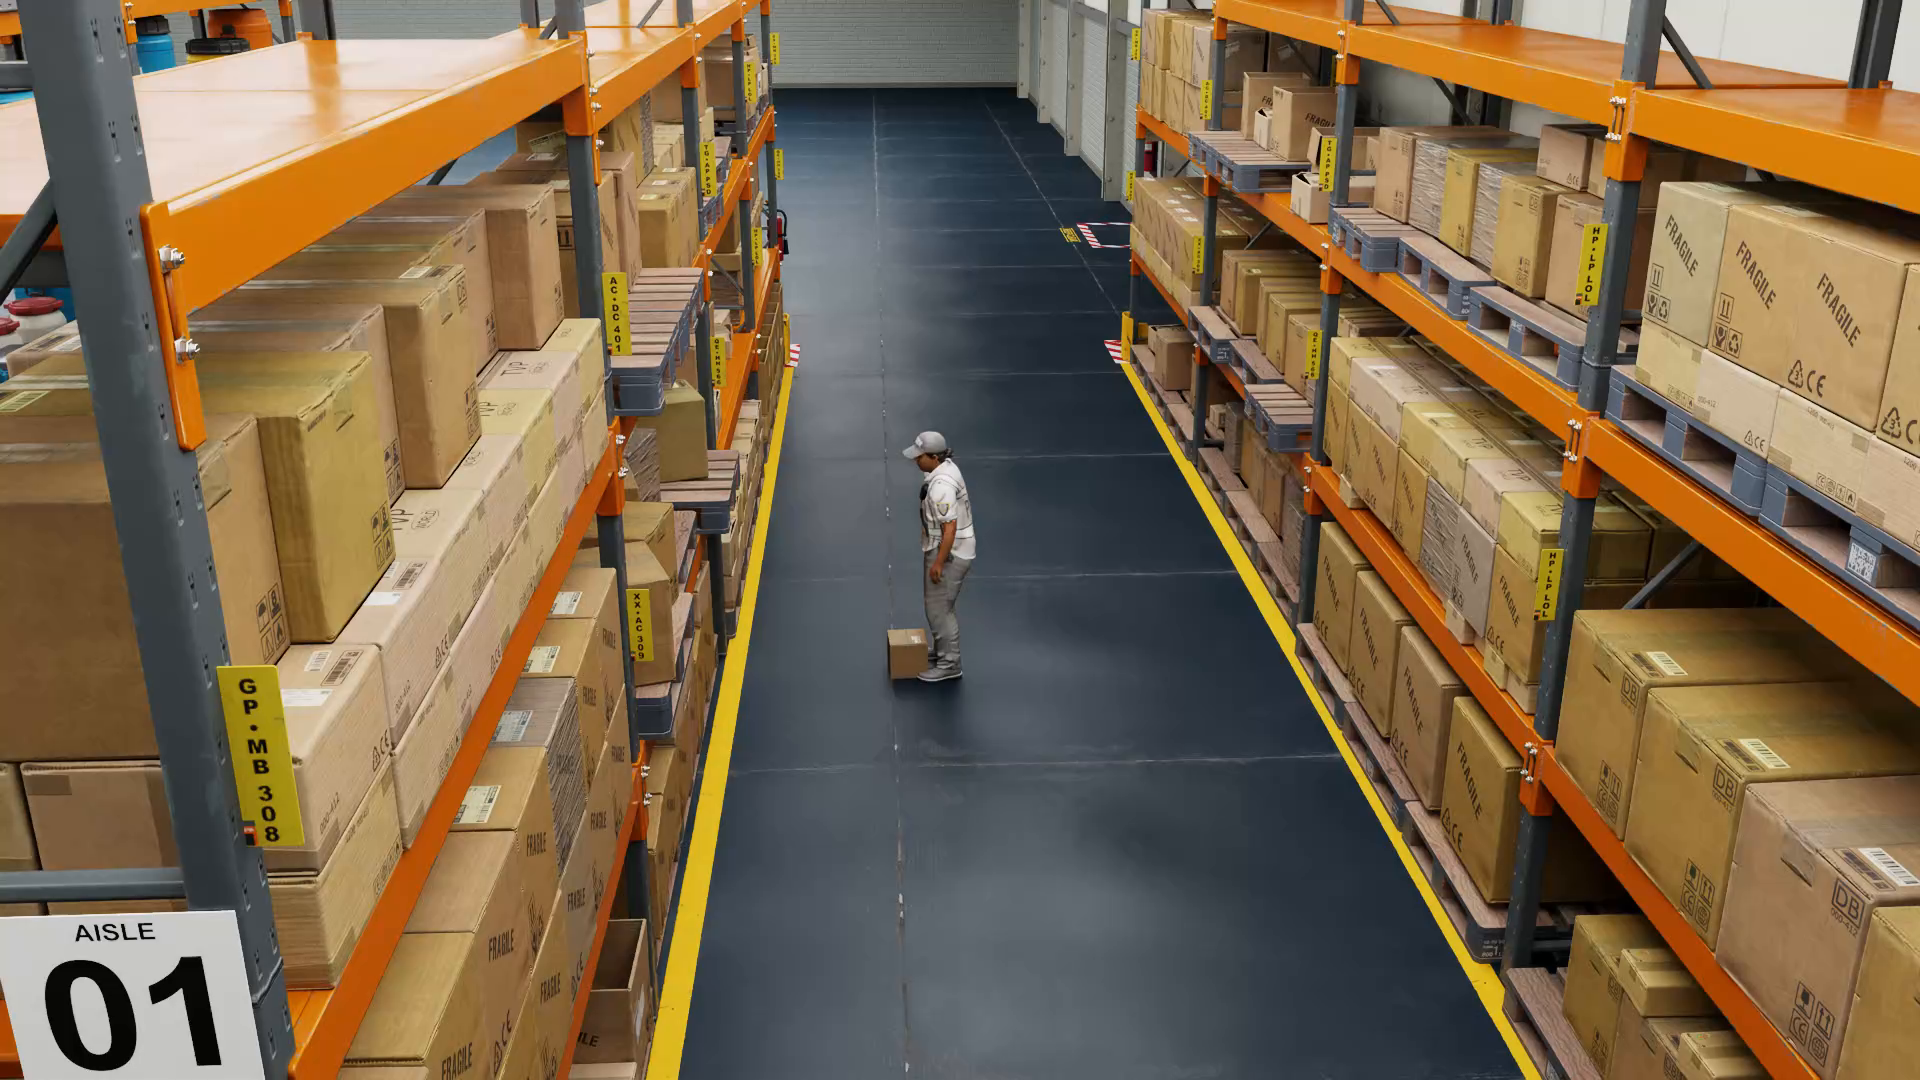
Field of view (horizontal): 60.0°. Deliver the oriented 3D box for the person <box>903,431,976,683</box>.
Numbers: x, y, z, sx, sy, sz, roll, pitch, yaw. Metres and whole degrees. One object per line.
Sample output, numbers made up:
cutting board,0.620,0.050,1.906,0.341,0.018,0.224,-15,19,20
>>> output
person,-0.133,0.084,10.842,0.465,1.667,0.539,-1,21,-3
